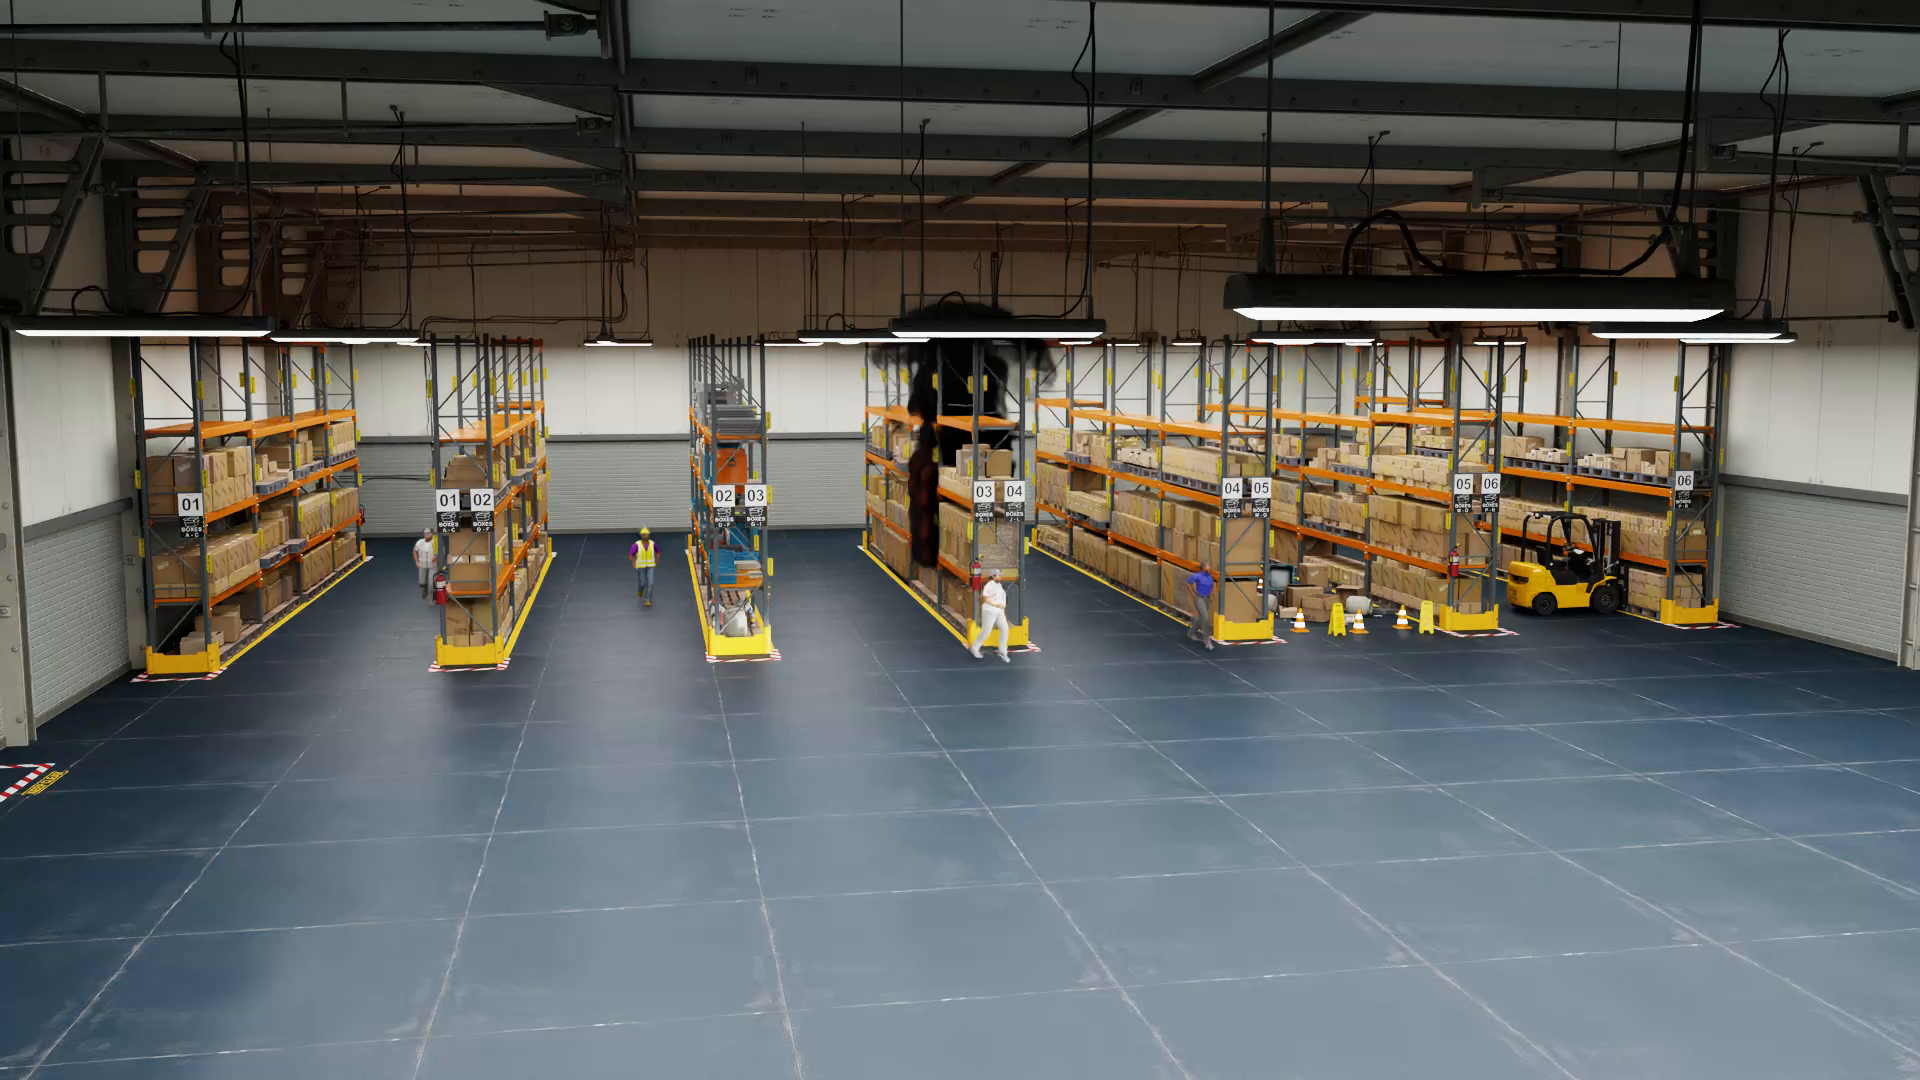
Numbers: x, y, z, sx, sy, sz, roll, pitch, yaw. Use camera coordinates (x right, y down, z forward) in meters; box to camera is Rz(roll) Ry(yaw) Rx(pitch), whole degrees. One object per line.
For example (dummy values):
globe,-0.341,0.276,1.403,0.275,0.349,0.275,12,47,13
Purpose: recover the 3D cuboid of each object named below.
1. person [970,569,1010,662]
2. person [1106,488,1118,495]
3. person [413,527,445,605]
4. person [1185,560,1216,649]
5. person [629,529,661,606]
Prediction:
person,0.638,1.381,30.804,0.802,1.689,0.652,4,8,34
person,4.460,-0.933,50.786,0.732,1.738,0.627,-3,7,-22
person,-11.958,0.582,37.416,0.692,1.748,0.611,-1,7,-8
person,4.709,1.229,32.210,0.585,1.694,0.837,-5,8,-38
person,-7.043,0.604,37.306,0.710,1.734,0.723,-2,7,-20
